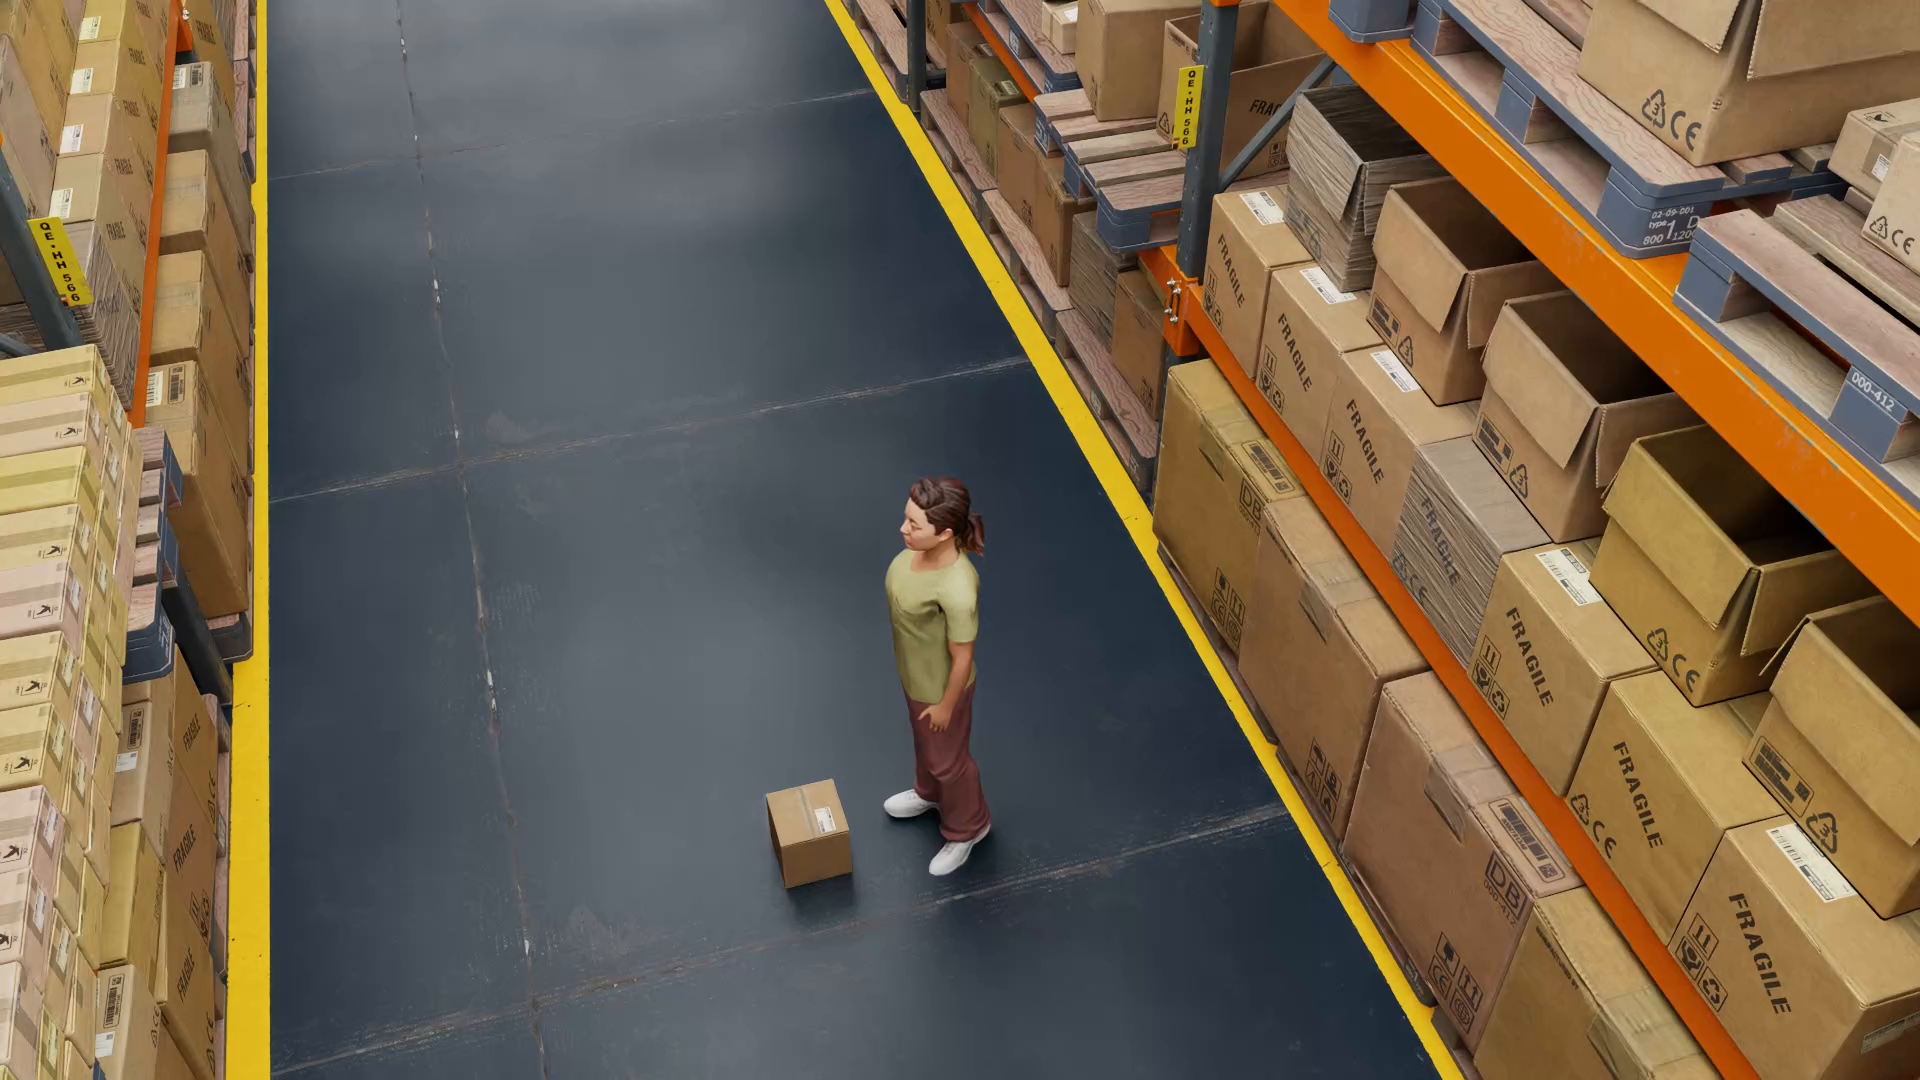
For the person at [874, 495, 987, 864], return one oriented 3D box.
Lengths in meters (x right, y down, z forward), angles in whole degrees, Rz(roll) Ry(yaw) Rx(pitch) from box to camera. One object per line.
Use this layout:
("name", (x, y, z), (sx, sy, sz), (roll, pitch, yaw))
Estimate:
("person", (-0.091, 0.477, 5.668), (0.354, 1.645, 0.463), (-11, 44, -12))
